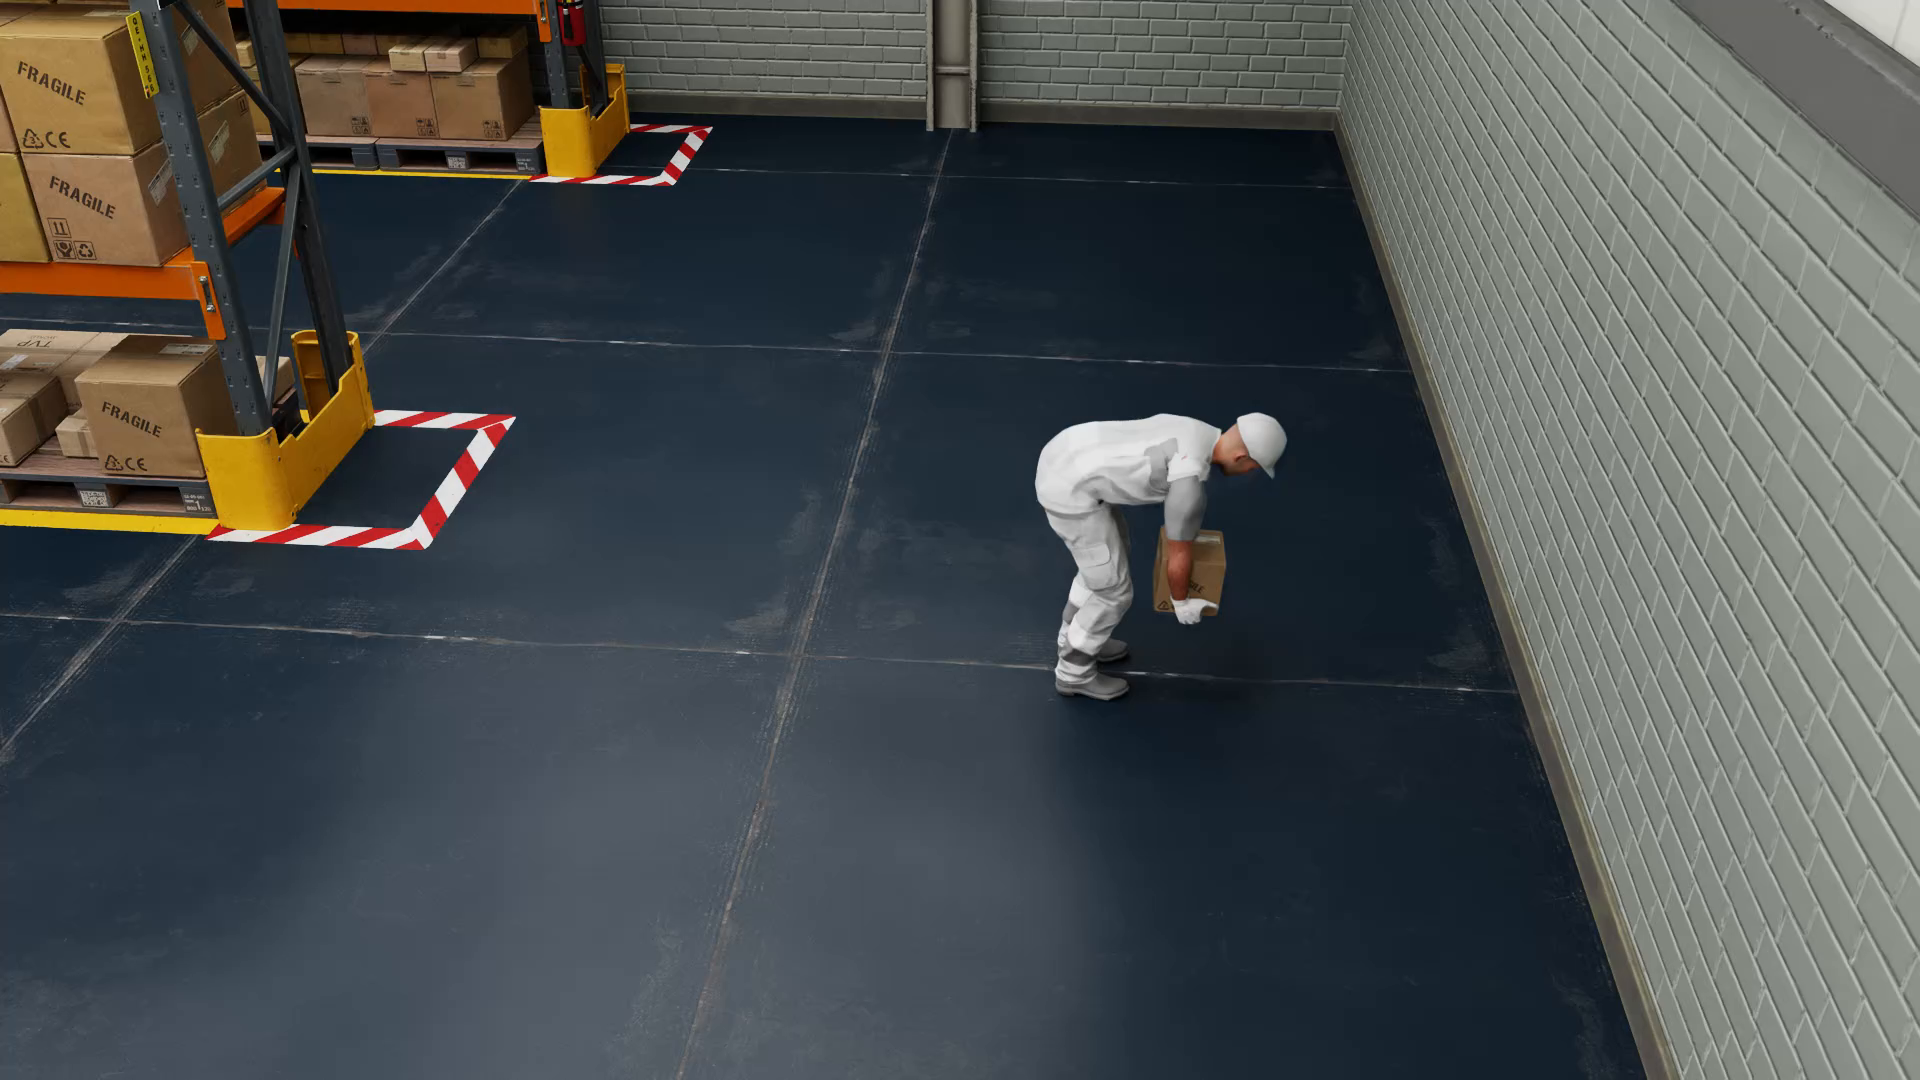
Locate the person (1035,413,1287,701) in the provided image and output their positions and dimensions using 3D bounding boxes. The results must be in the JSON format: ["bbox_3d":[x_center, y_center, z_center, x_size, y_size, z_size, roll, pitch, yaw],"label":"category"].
[{"bbox_3d":[0.766,0.039,6.589,0.949,1.218,0.494,2,32,3],"label":"person"}]
